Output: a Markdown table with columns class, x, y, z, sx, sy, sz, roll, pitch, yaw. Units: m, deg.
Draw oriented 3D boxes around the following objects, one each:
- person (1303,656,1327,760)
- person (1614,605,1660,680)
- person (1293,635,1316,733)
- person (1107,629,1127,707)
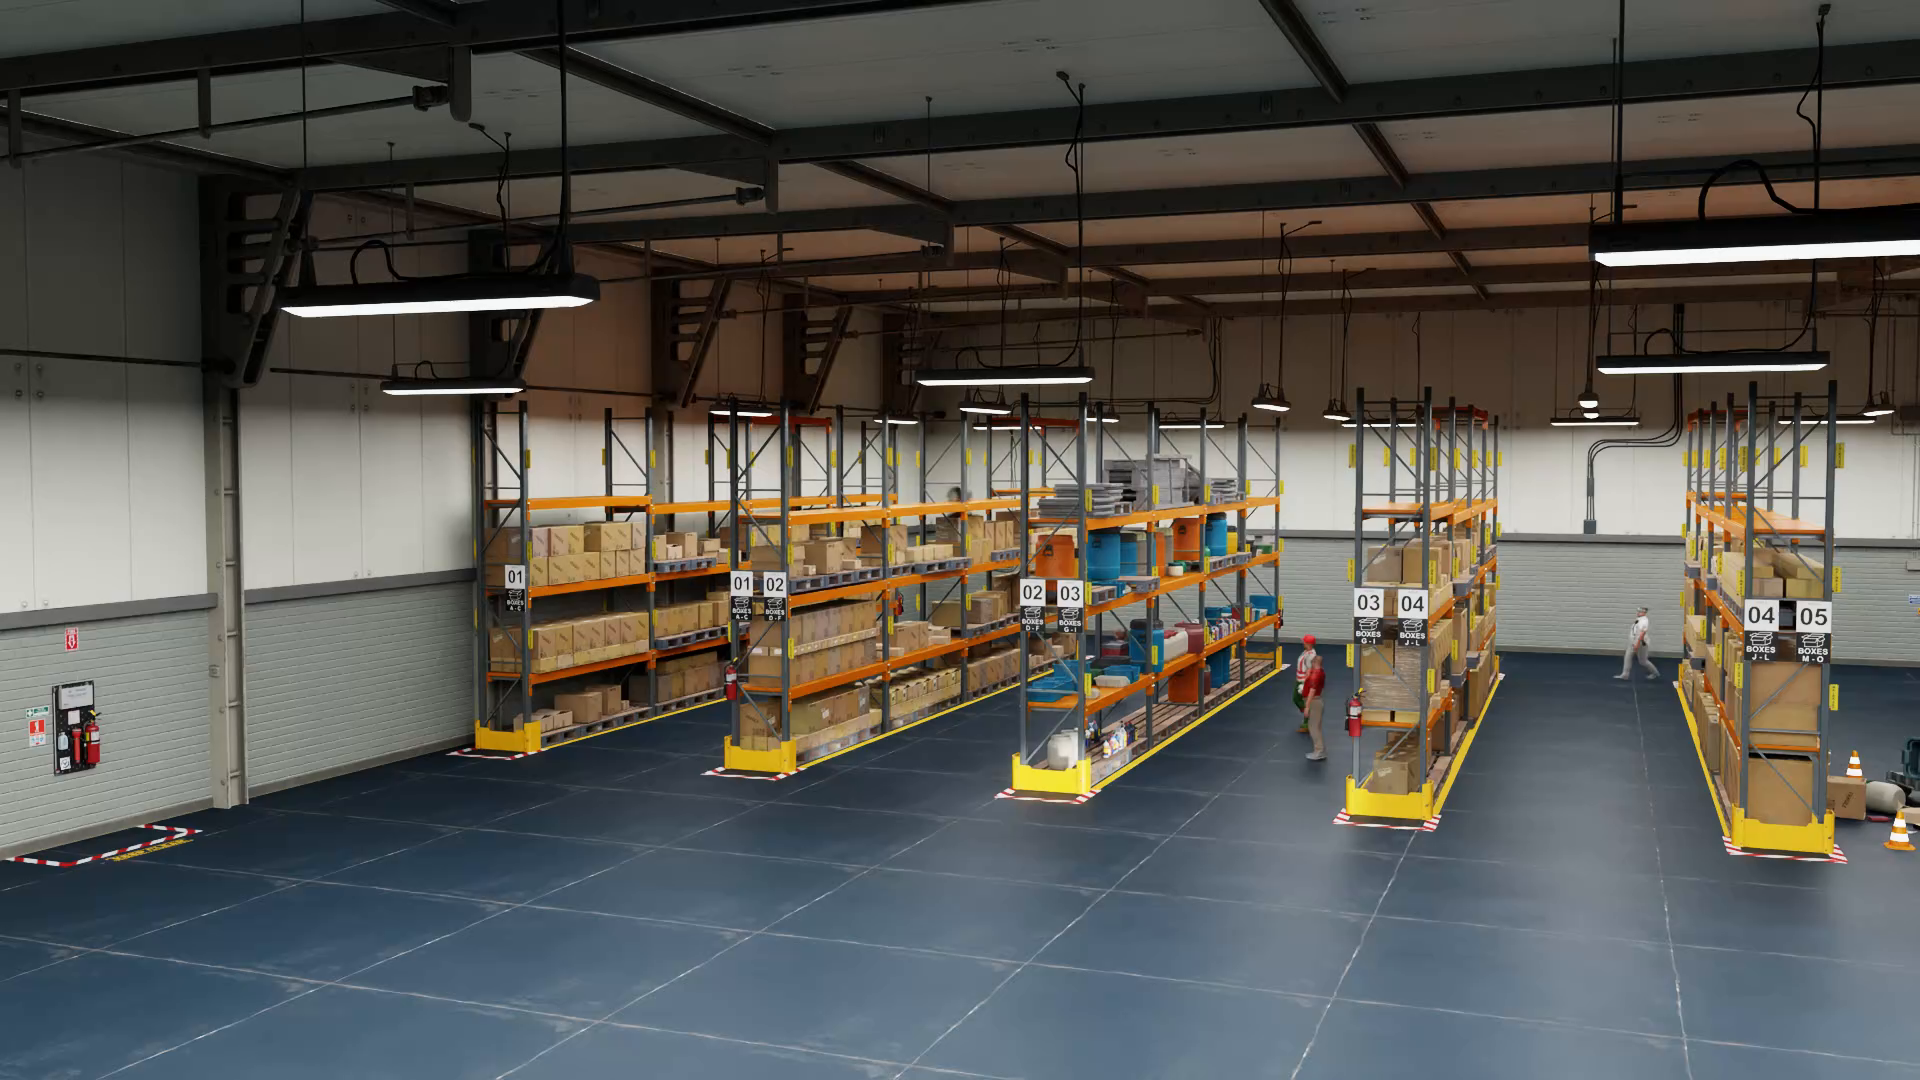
| class | x | y | z | sx | sy | sz | roll | pitch | yaw |
| --- | --- | --- | --- | --- | --- | --- | --- | --- | --- |
| person | 5.934 | 2.796 | 27.824 | 0.416 | 1.738 | 0.613 | 0 | 3 | 10 |
| person | 15.306 | 2.320 | 37.443 | 0.984 | 1.711 | 0.586 | 0 | 3 | -5 |
| person | 6.344 | 2.618 | 30.543 | 0.450 | 1.786 | 0.649 | 0 | 3 | -5 |
| person | 3.147 | 2.578 | 33.788 | 0.678 | 1.559 | 0.497 | -1 | 3 | -25 |
